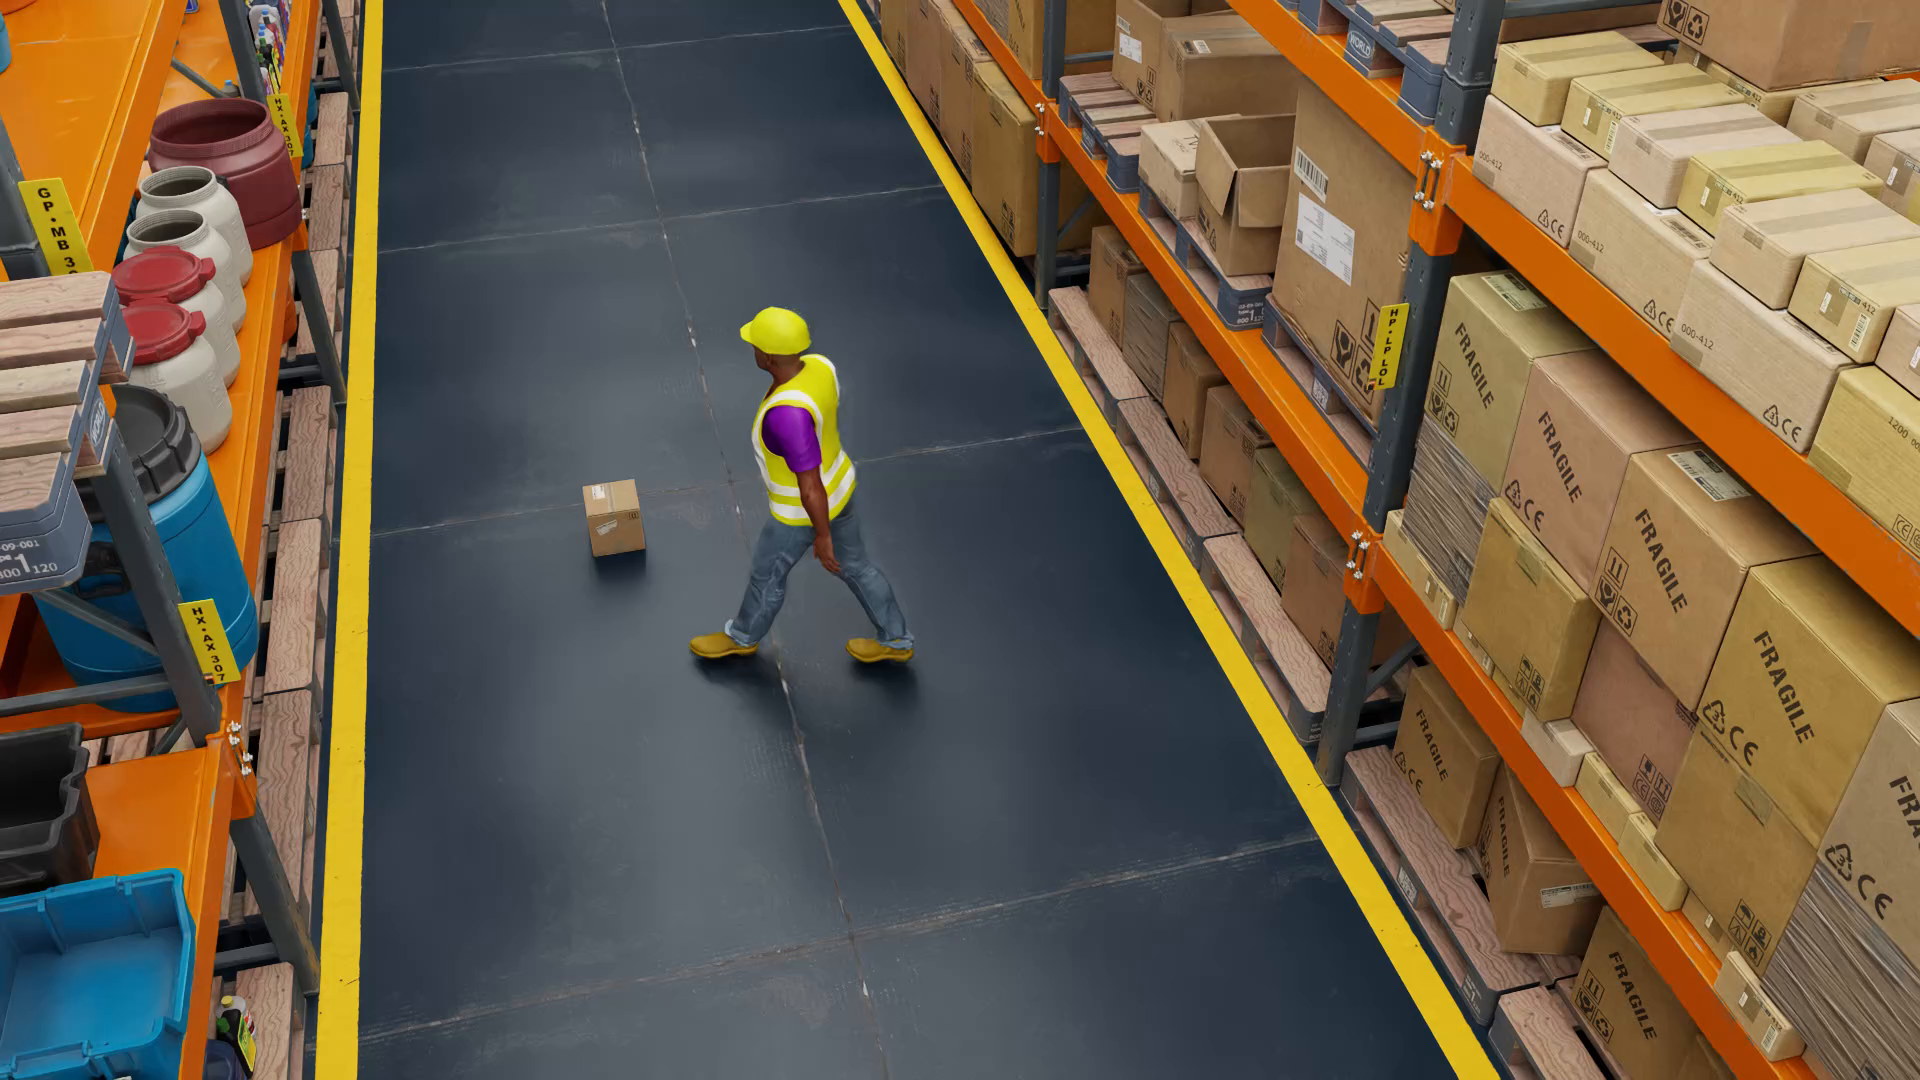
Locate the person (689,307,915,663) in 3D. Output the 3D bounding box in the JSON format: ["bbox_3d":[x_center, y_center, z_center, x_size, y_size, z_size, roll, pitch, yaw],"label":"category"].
[{"bbox_3d":[-0.678,-0.203,6.933,0.984,1.703,0.609,11,39,14],"label":"person"}]
